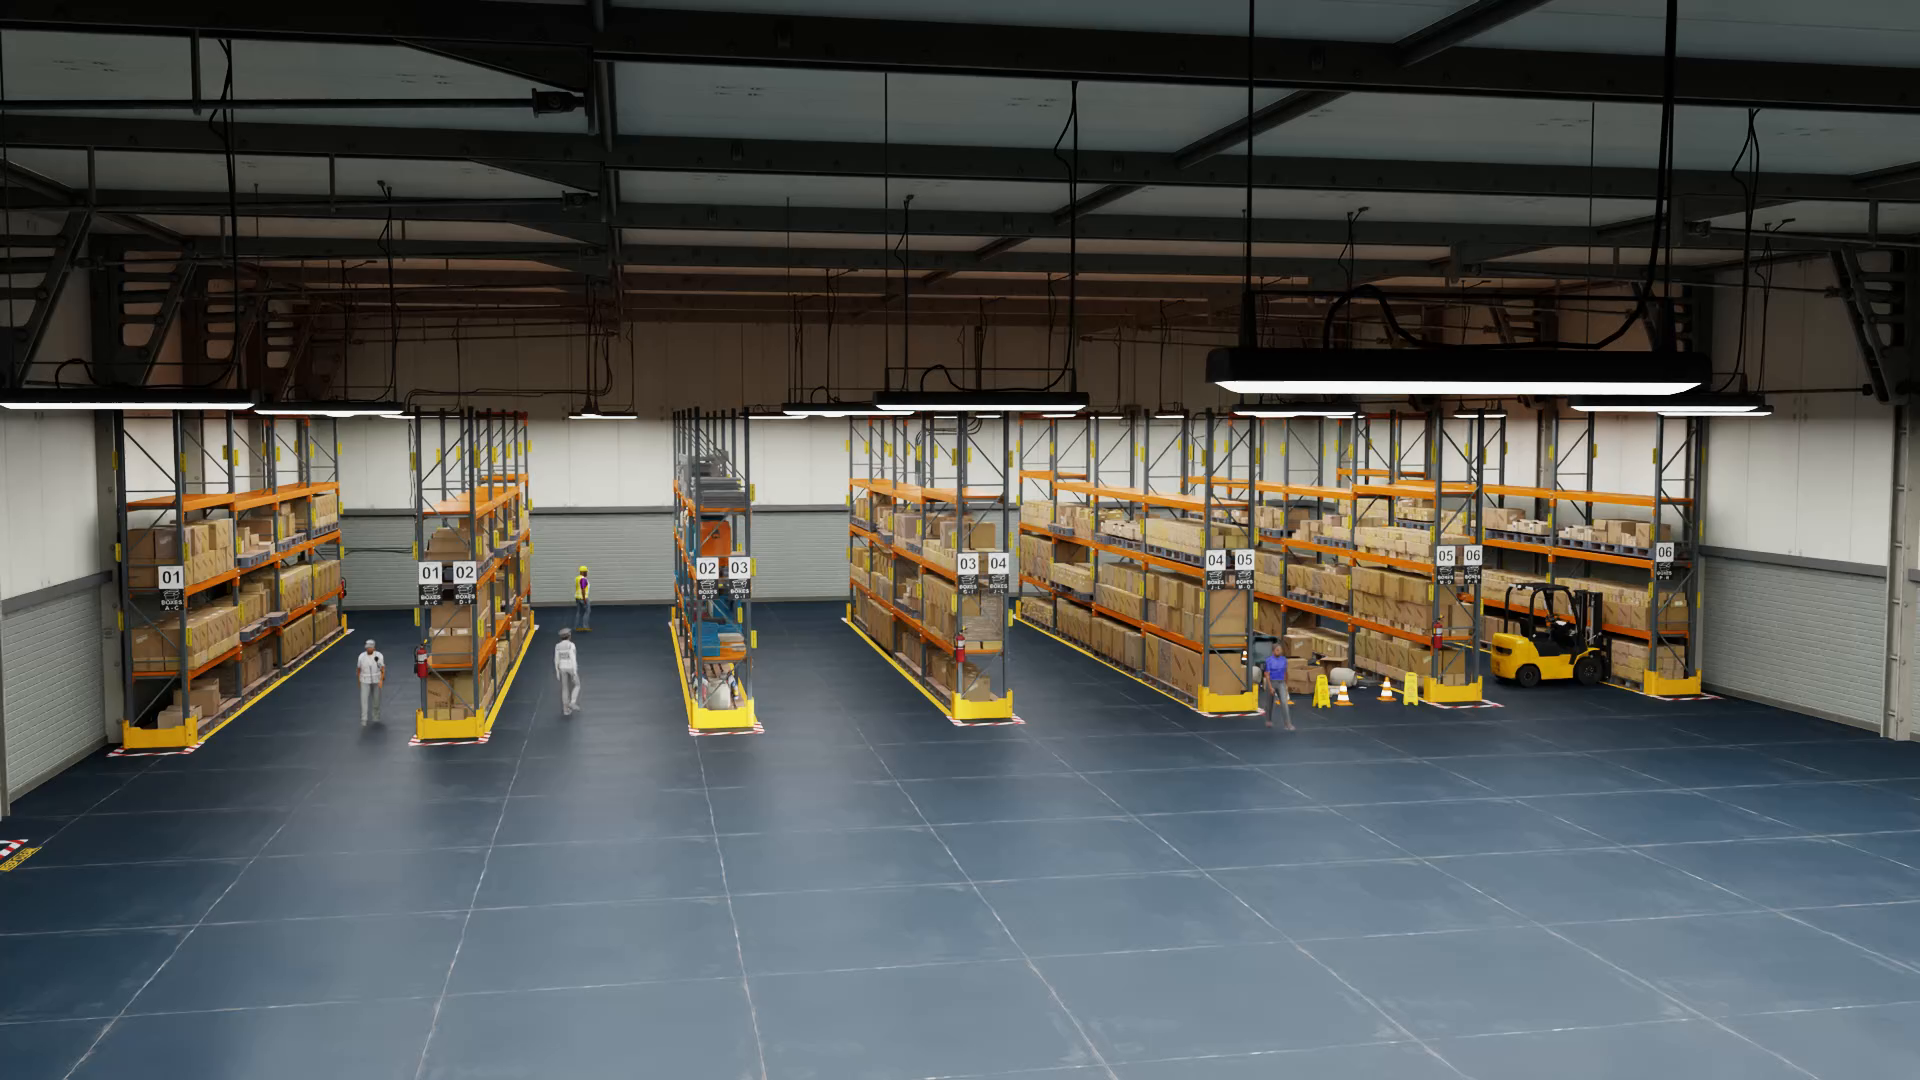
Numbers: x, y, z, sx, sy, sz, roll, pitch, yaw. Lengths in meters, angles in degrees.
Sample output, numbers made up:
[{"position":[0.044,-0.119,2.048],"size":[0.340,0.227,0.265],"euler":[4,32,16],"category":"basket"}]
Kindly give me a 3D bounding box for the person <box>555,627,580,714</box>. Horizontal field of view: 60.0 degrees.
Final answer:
[{"position":[-7.693,2.560,32.573],"size":[0.519,1.675,0.457],"euler":[0,4,1],"category":"person"}]

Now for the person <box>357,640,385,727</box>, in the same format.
[{"position":[-11.070,2.674,31.249],"size":[0.507,1.605,1.005],"euler":[-2,4,-23],"category":"person"}]

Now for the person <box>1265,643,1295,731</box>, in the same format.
[{"position":[5.878,2.715,30.749],"size":[0.464,1.595,0.992],"euler":[0,4,-3],"category":"person"}]

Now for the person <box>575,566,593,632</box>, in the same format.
[{"position":[-10.302,1.624,45.448],"size":[0.499,1.810,0.642],"euler":[-3,5,-36],"category":"person"}]
